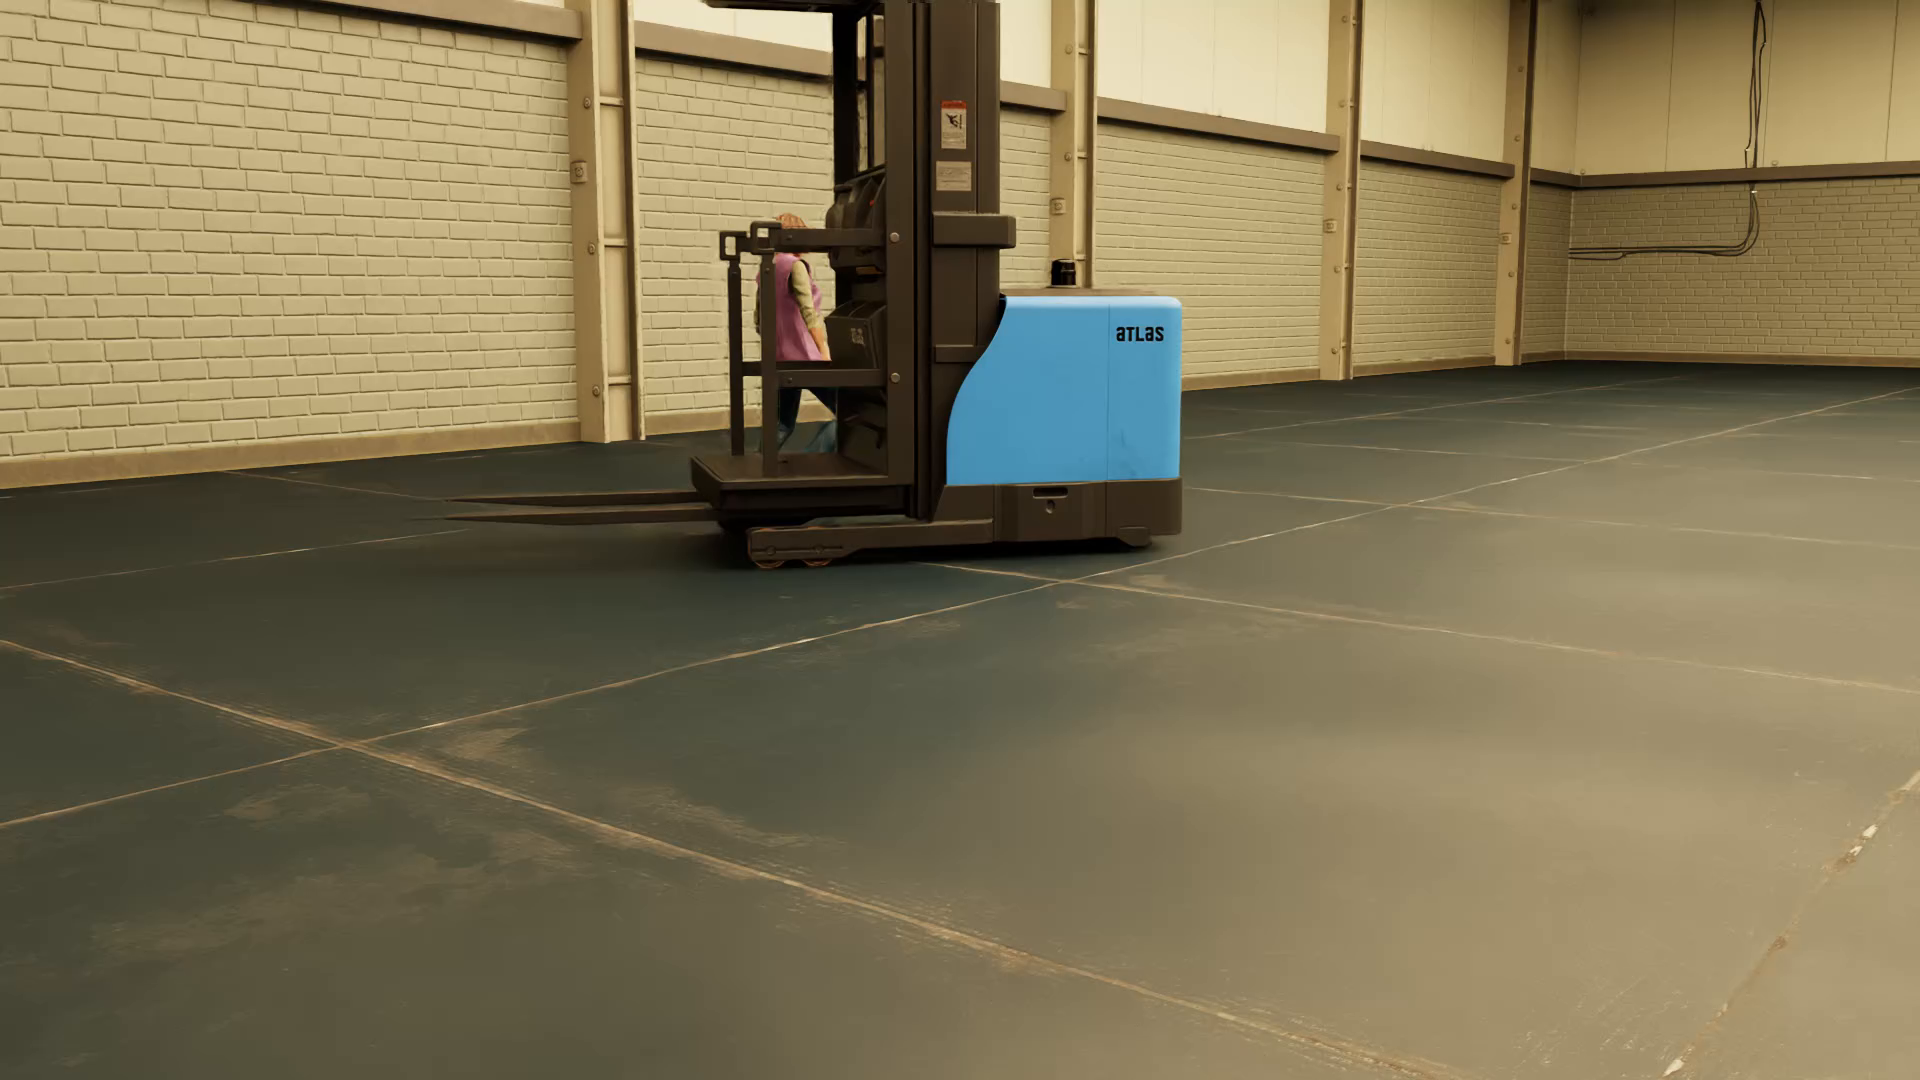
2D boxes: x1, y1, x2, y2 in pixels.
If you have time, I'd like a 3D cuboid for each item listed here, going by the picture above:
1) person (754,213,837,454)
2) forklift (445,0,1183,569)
[{"bbox_3d":[-0.829,-0.921,8.574,0.486,1.506,0.775,-6,10,-34],"label":"person"},{"bbox_3d":[-0.624,-1.419,6.980,3.031,2.935,1.130,-2,9,-15],"label":"forklift"}]
